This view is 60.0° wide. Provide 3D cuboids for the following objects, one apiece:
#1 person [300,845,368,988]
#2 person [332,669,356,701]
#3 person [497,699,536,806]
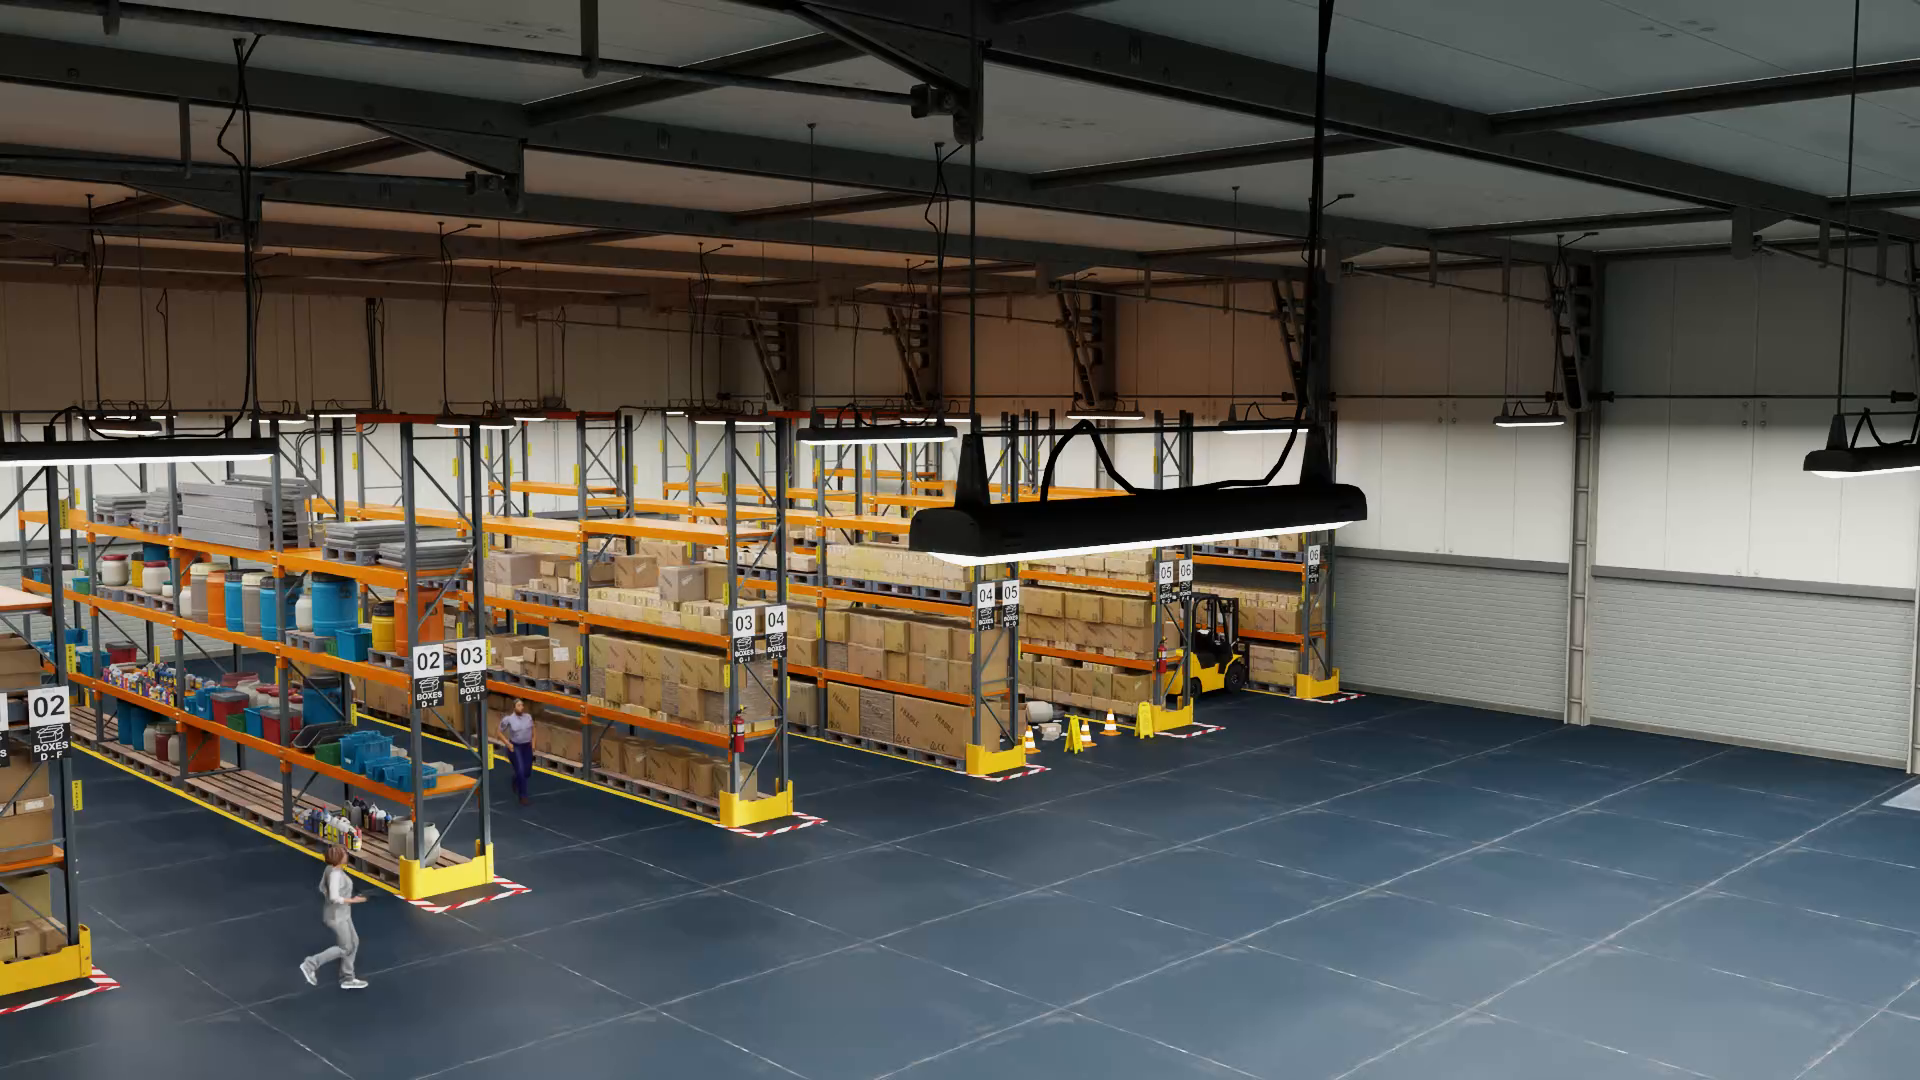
[{"bbox_3d":[-6.658,4.015,17.661,0.682,1.566,0.546,-2,5,-23],"label":"person"},{"bbox_3d":[-10.749,2.950,28.748,0.853,1.774,0.698,4,6,38],"label":"person"},{"bbox_3d":[-6.905,3.276,25.962,0.618,1.629,0.742,-5,7,-43],"label":"person"}]
